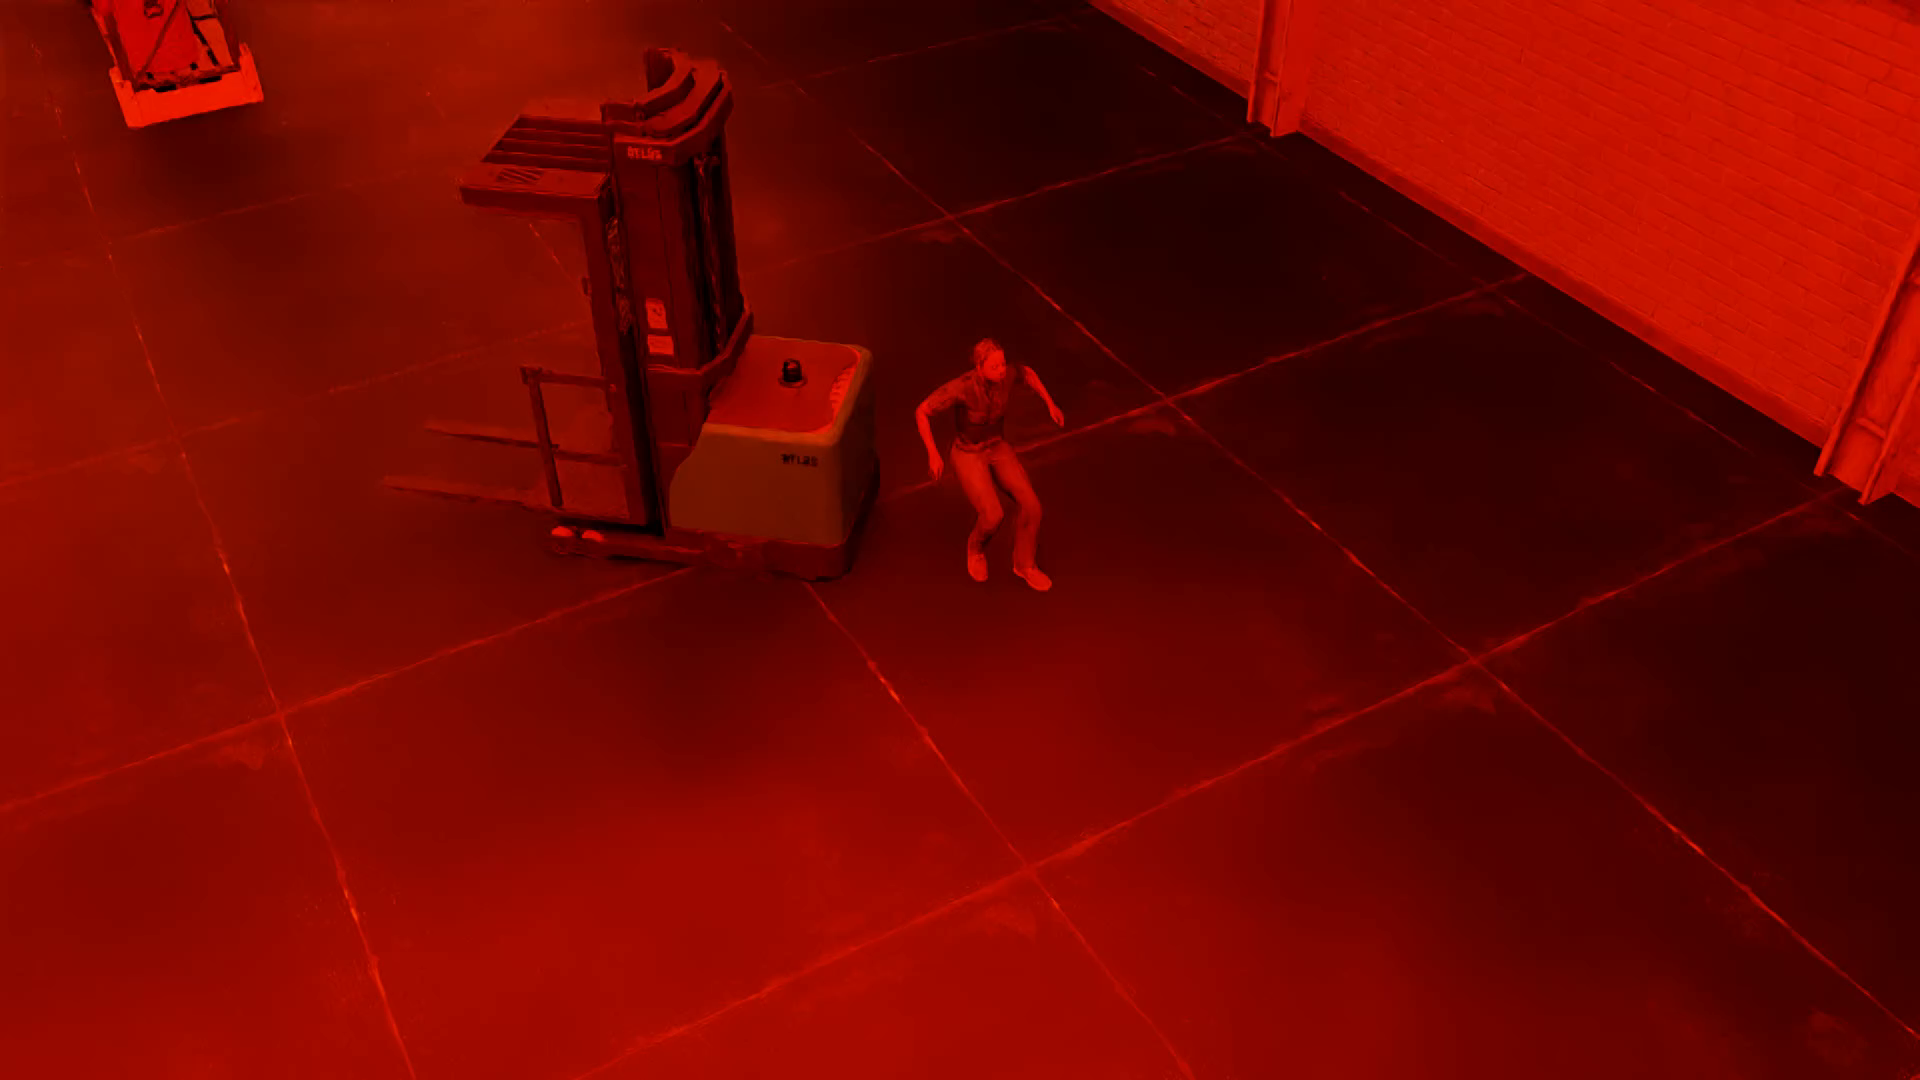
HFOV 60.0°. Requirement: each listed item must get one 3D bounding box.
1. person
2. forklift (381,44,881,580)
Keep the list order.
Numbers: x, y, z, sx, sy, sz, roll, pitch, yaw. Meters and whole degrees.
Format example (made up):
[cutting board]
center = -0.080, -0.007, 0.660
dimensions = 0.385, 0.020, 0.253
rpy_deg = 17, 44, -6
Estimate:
[person]
center = 0.269, -0.428, 9.659
dimensions = 0.985, 1.509, 0.711
rpy_deg = -24, 46, -27
[forklift]
center = -2.077, -1.346, 9.658
dimensions = 3.031, 2.935, 1.130
rpy_deg = 7, 40, 8
